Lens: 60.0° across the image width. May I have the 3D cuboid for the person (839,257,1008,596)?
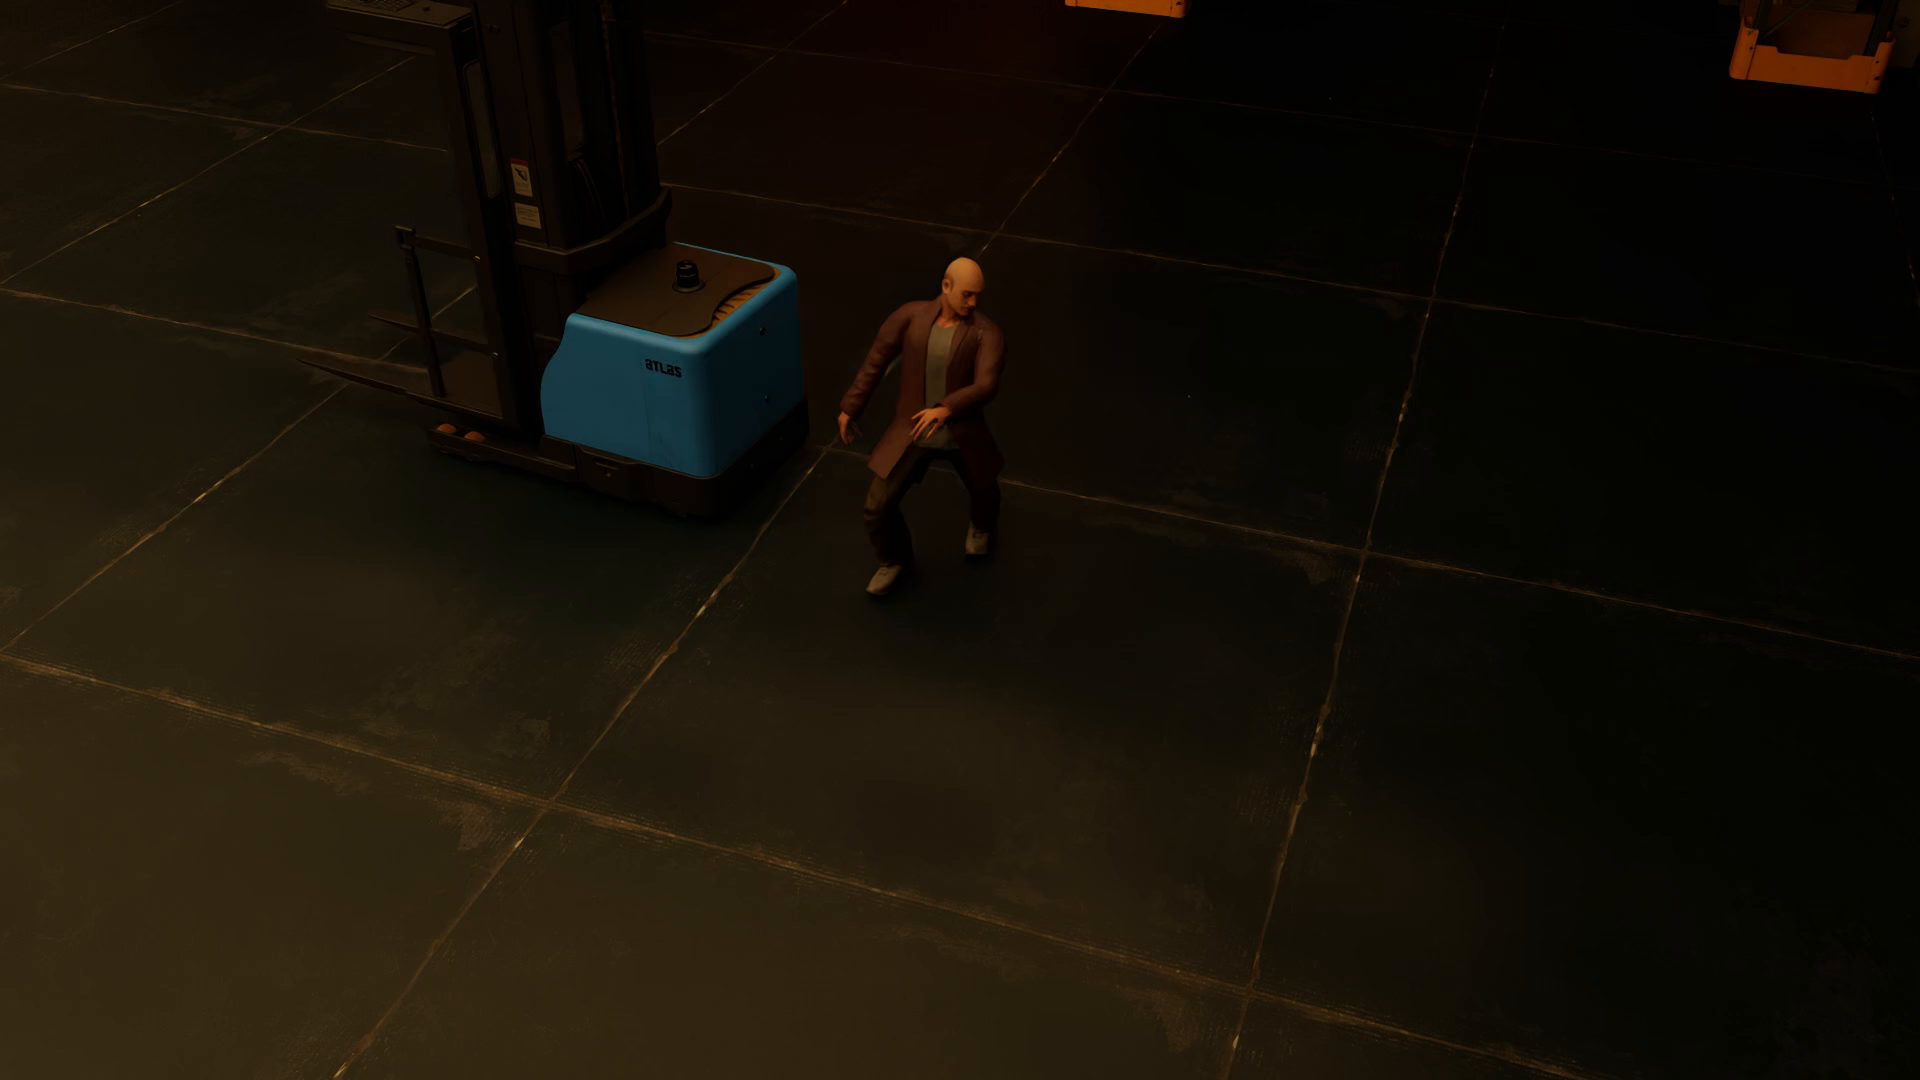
[{"bbox_3d":[-0.182,-0.510,7.937,0.804,1.659,0.919,1,35,2],"label":"person"}]

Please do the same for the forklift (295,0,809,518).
[{"bbox_3d":[-2.407,-1.887,8.773,3.031,2.935,1.130,16,38,21],"label":"forklift"}]
